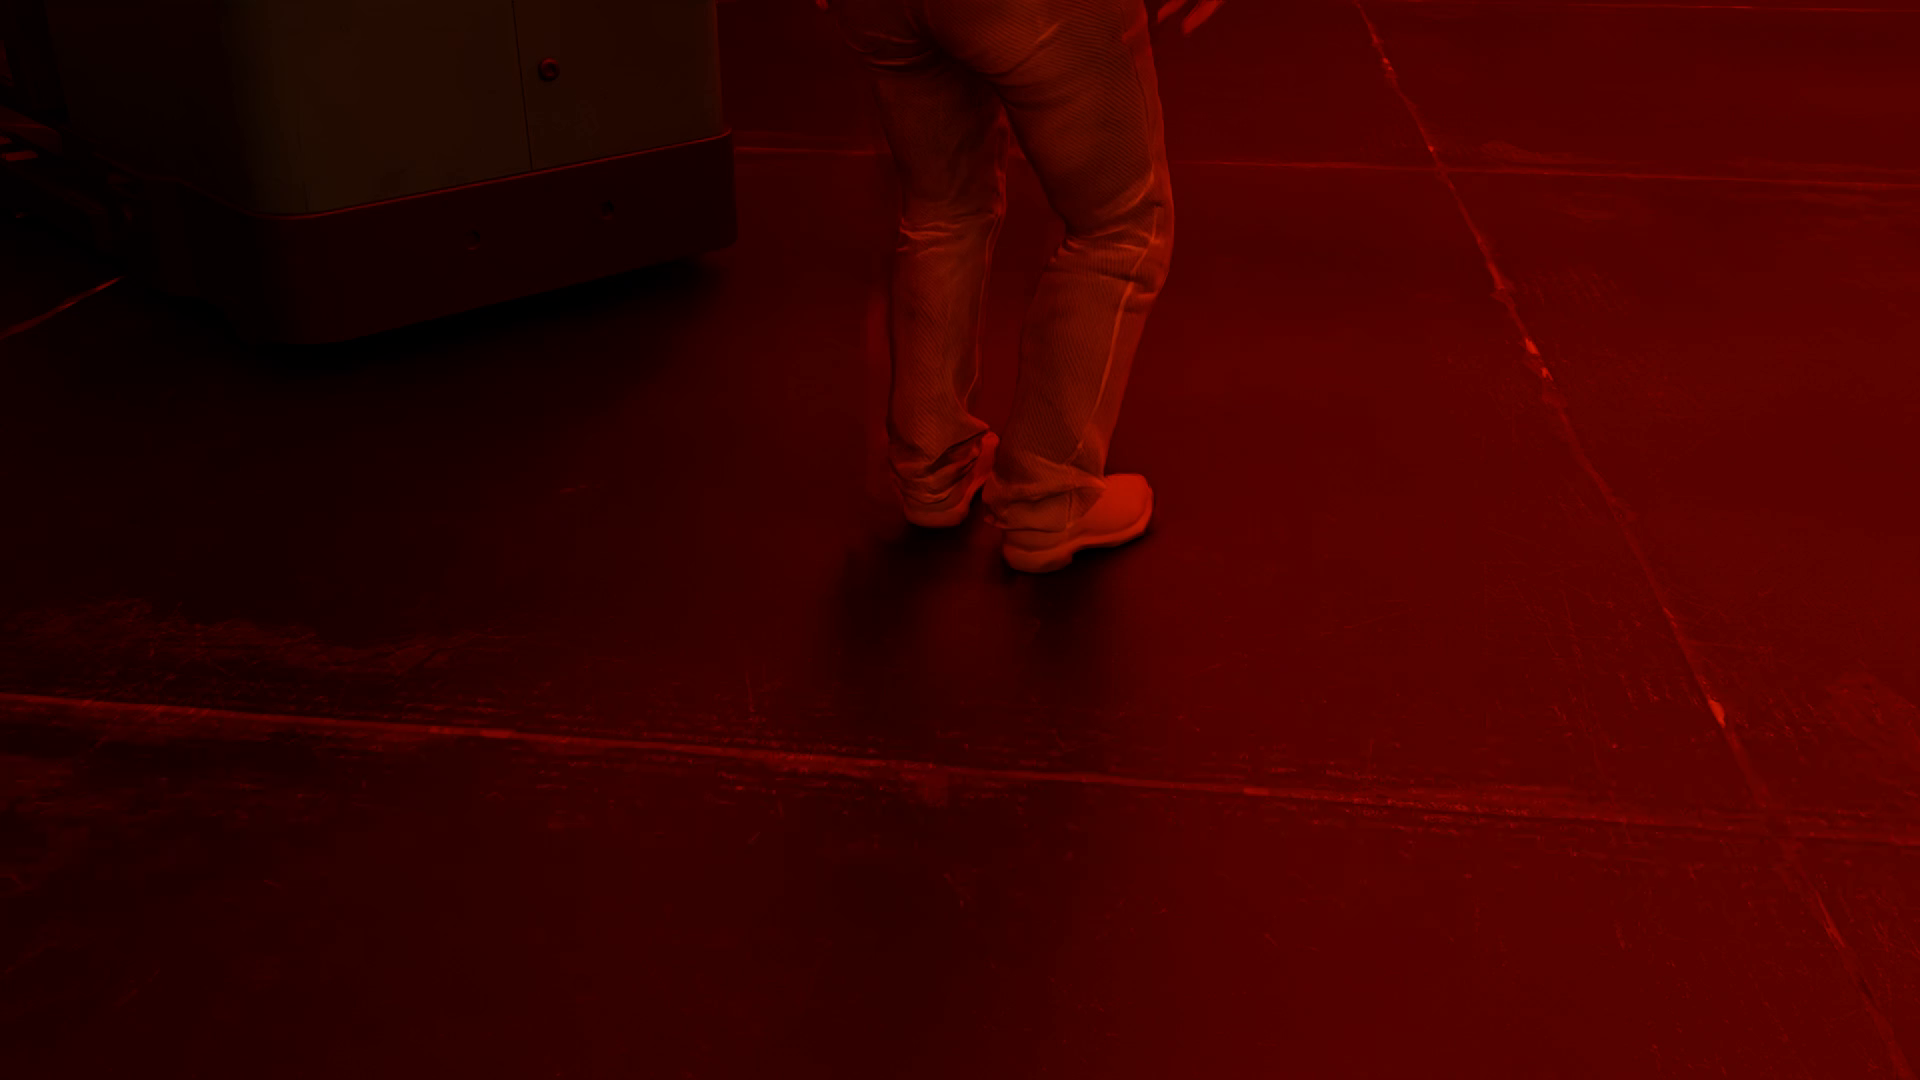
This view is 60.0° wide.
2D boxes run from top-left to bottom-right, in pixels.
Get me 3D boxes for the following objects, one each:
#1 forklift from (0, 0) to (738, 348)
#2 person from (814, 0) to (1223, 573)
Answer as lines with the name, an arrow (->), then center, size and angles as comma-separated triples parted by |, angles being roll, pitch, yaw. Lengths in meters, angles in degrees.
forklift -> -1.869, -2.236, 3.699 | 1.130, 2.935, 3.031 | -23, 35, -38
person -> 0.035, -0.793, 2.155 | 0.695, 1.745, 0.432 | 23, 34, 38
